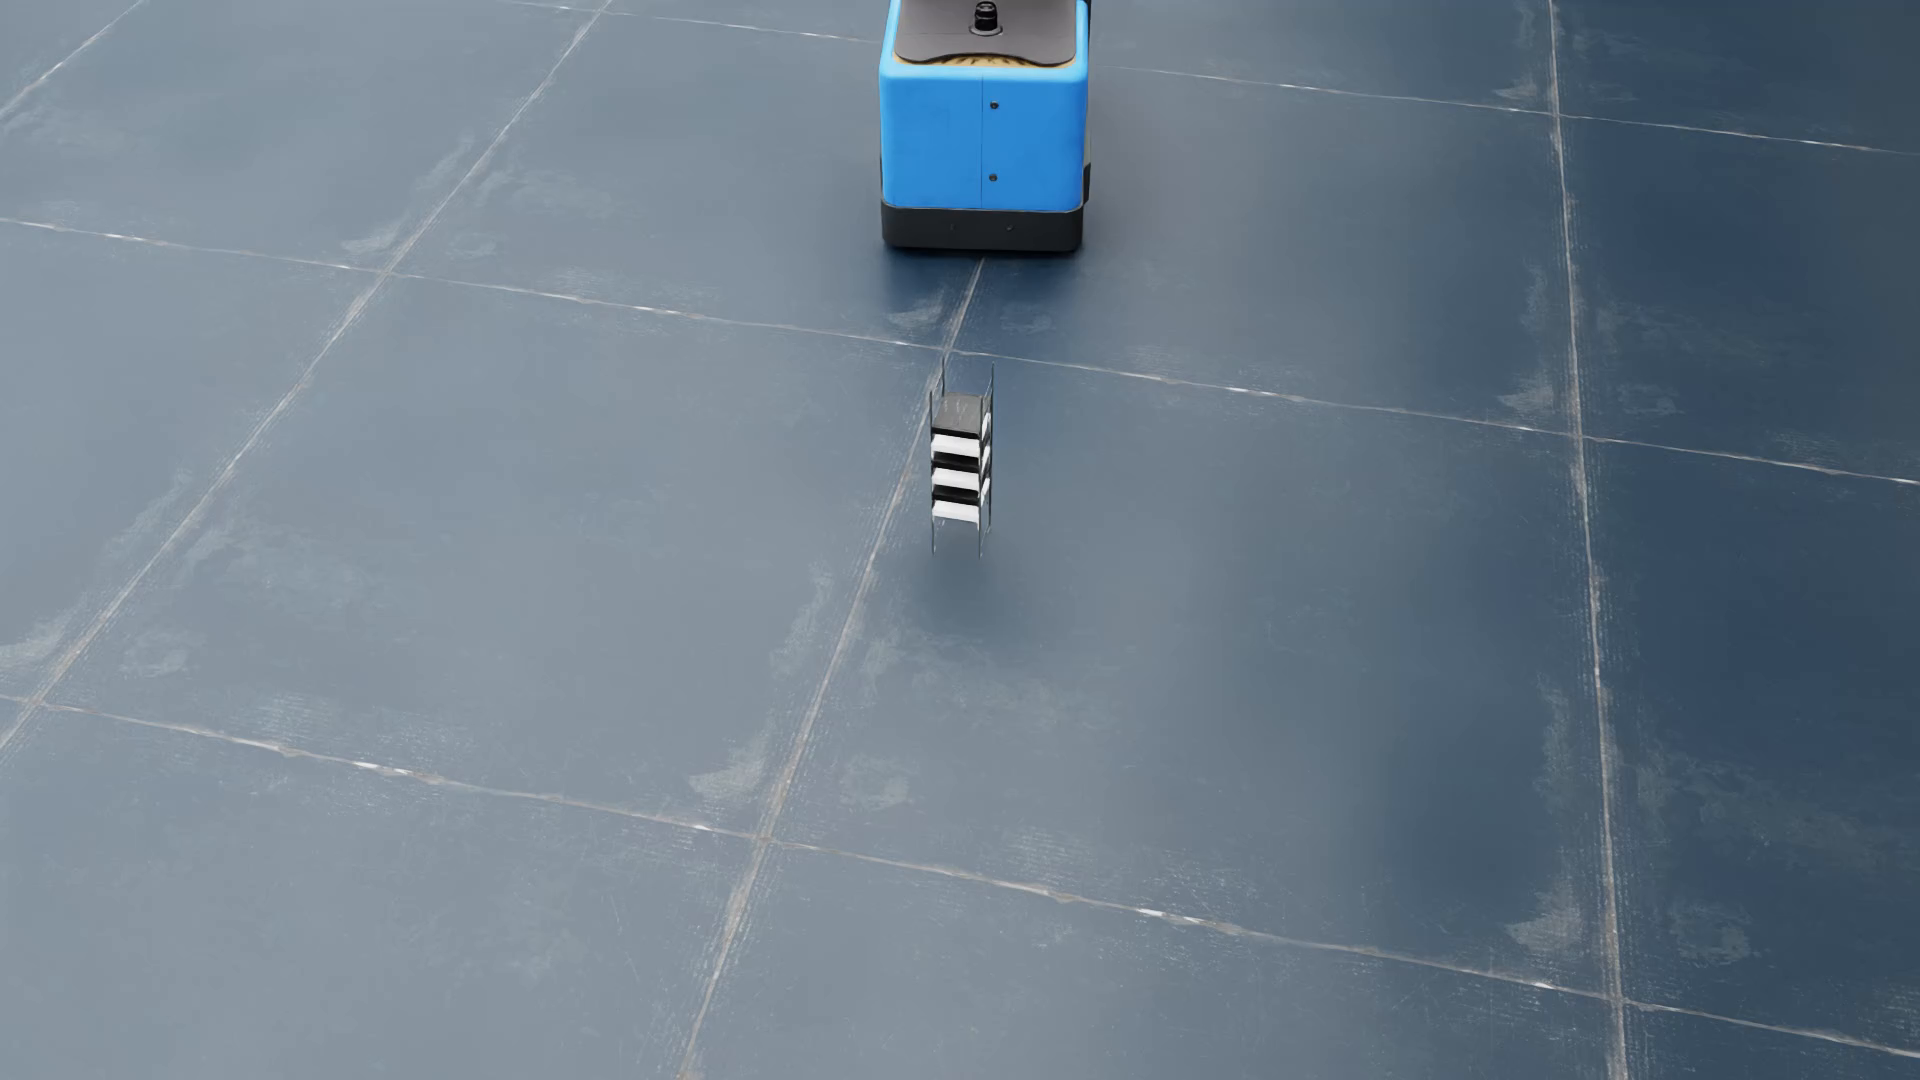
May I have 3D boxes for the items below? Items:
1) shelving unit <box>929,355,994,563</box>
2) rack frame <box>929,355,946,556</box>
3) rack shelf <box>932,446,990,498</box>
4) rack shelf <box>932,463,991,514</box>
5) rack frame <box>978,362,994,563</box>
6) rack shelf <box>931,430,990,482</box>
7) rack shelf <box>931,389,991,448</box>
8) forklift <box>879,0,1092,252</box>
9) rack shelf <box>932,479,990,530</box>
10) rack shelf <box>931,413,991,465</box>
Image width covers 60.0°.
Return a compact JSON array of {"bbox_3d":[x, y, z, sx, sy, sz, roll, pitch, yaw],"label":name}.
[{"bbox_3d":[0.008,-0.323,6.897,0.210,0.900,0.258,9,45,9],"label":"shelving unit"},{"bbox_3d":[-0.091,-0.338,6.913,0.006,0.900,0.240,9,45,9],"label":"rack frame"},{"bbox_3d":[0.008,-0.299,6.920,0.200,0.077,0.258,9,45,9],"label":"rack shelf"},{"bbox_3d":[0.008,-0.234,6.982,0.200,0.077,0.258,9,45,9],"label":"rack shelf"},{"bbox_3d":[0.107,-0.308,6.881,0.006,0.900,0.240,9,45,9],"label":"rack frame"},{"bbox_3d":[0.008,-0.364,6.857,0.200,0.077,0.258,9,45,9],"label":"rack shelf"},{"bbox_3d":[0.008,-0.493,6.733,0.200,0.077,0.258,9,45,9],"label":"rack shelf"},{"bbox_3d":[0.186,-3.570,8.806,1.130,2.935,3.031,2,44,2],"label":"forklift"},{"bbox_3d":[0.008,-0.169,7.045,0.200,0.077,0.258,9,45,9],"label":"rack shelf"},{"bbox_3d":[0.008,-0.429,6.795,0.200,0.077,0.258,9,45,9],"label":"rack shelf"}]
